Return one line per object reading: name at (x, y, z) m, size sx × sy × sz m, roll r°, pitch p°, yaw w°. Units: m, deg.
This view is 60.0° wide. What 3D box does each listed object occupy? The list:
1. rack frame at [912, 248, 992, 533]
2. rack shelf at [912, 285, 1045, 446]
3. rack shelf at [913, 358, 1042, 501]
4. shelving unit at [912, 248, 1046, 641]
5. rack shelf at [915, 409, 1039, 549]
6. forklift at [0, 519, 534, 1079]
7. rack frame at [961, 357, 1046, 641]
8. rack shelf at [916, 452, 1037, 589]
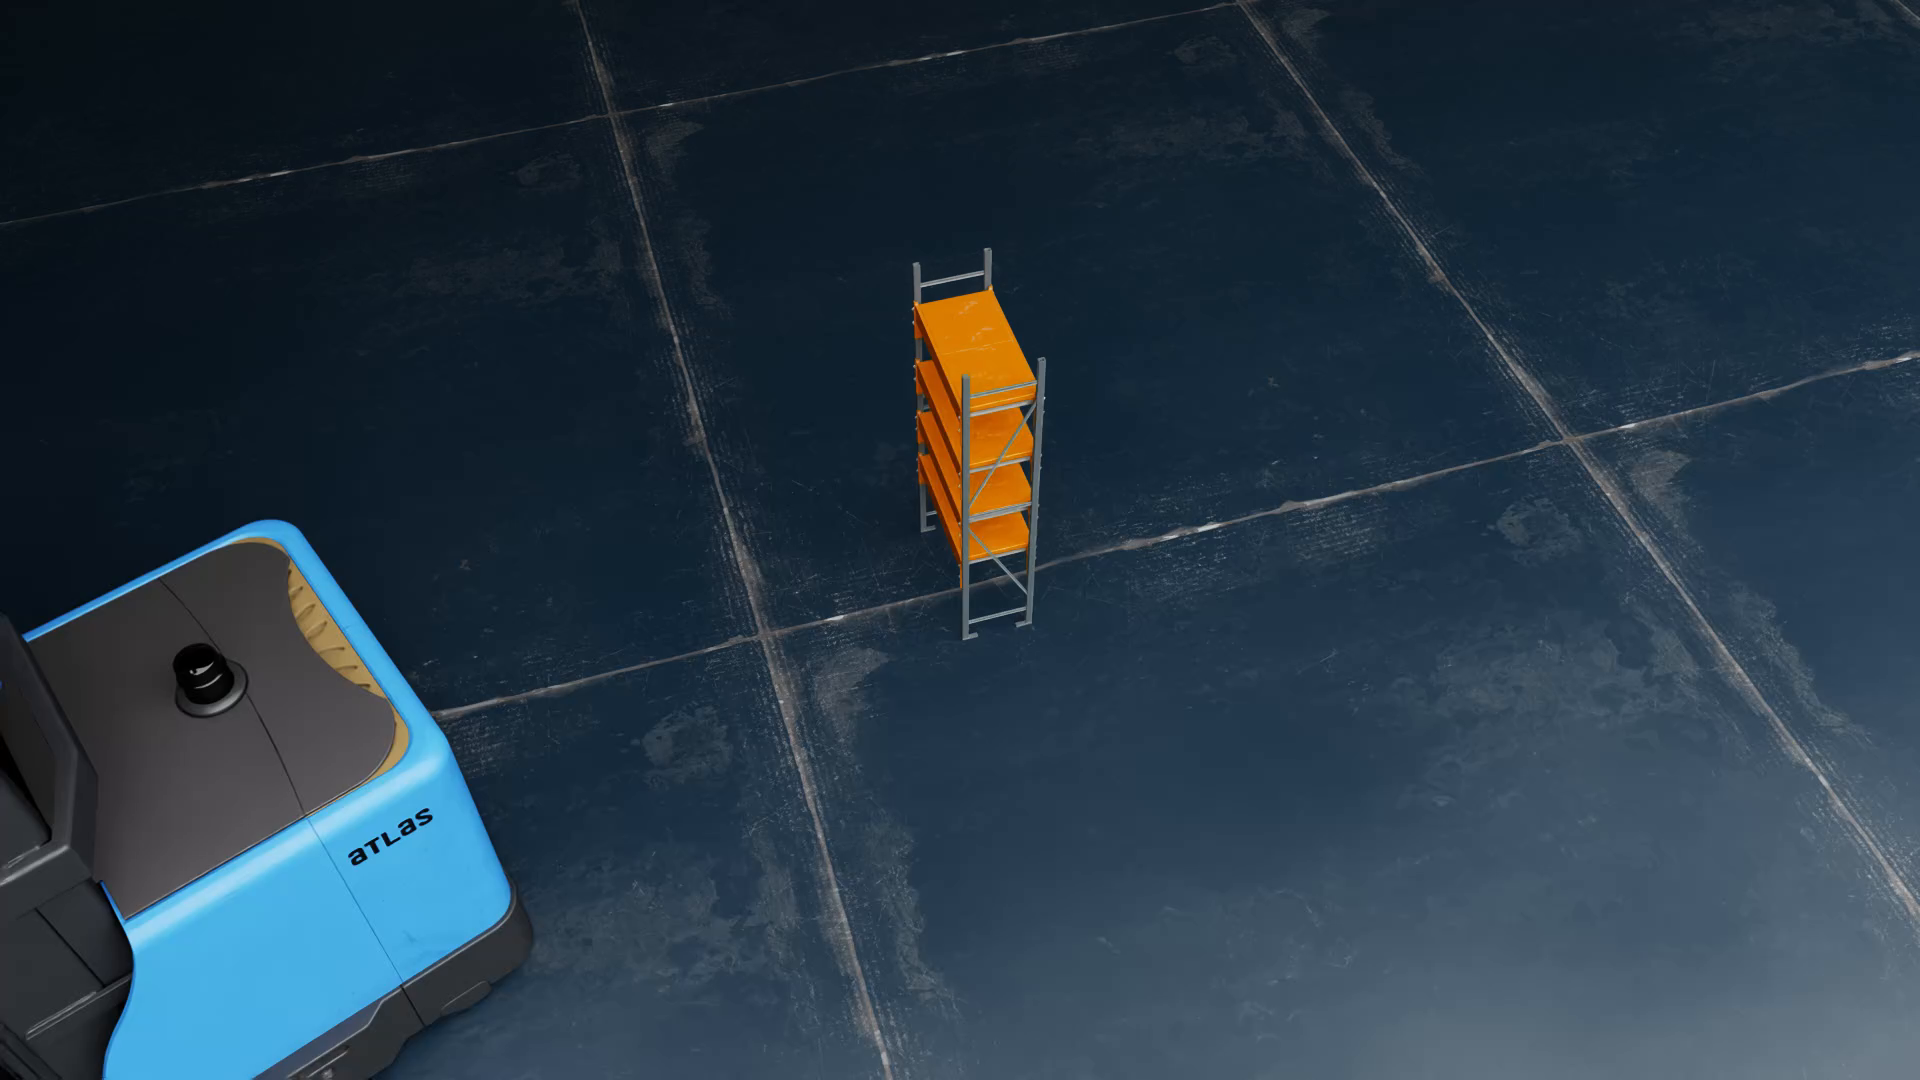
rack frame at (-0.023, -0.444, 5.340) m, size 0.240 × 1.200 × 0.015 m, roll -13°, pitch 51°, yaw -11°
rack shelf at (0.049, -0.519, 4.889) m, size 0.258 × 0.148 × 0.480 m, roll -13°, pitch 51°, yaw -11°
rack shelf at (0.049, -0.367, 5.070) m, size 0.258 × 0.148 × 0.480 m, roll -13°, pitch 51°, yaw -11°
shelving unit at (0.049, -0.266, 5.189) m, size 0.258 × 1.200 × 0.503 m, roll -13°, pitch 51°, yaw -11°
rack shelf at (0.049, -0.222, 5.241) m, size 0.258 × 0.148 × 0.480 m, roll -13°, pitch 51°, yaw -11°
forklift at (-2.675, 0.656, 3.280) m, size 3.031 × 2.935 × 1.130 m, roll -31°, pitch 57°, yaw -24°
rack frame at (0.121, -0.088, 5.039) m, size 0.240 × 1.200 × 0.015 m, roll -13°, pitch 51°, yaw -11°
rack shelf at (0.049, -0.094, 5.393) m, size 0.258 × 0.148 × 0.480 m, roll -13°, pitch 51°, yaw -11°
